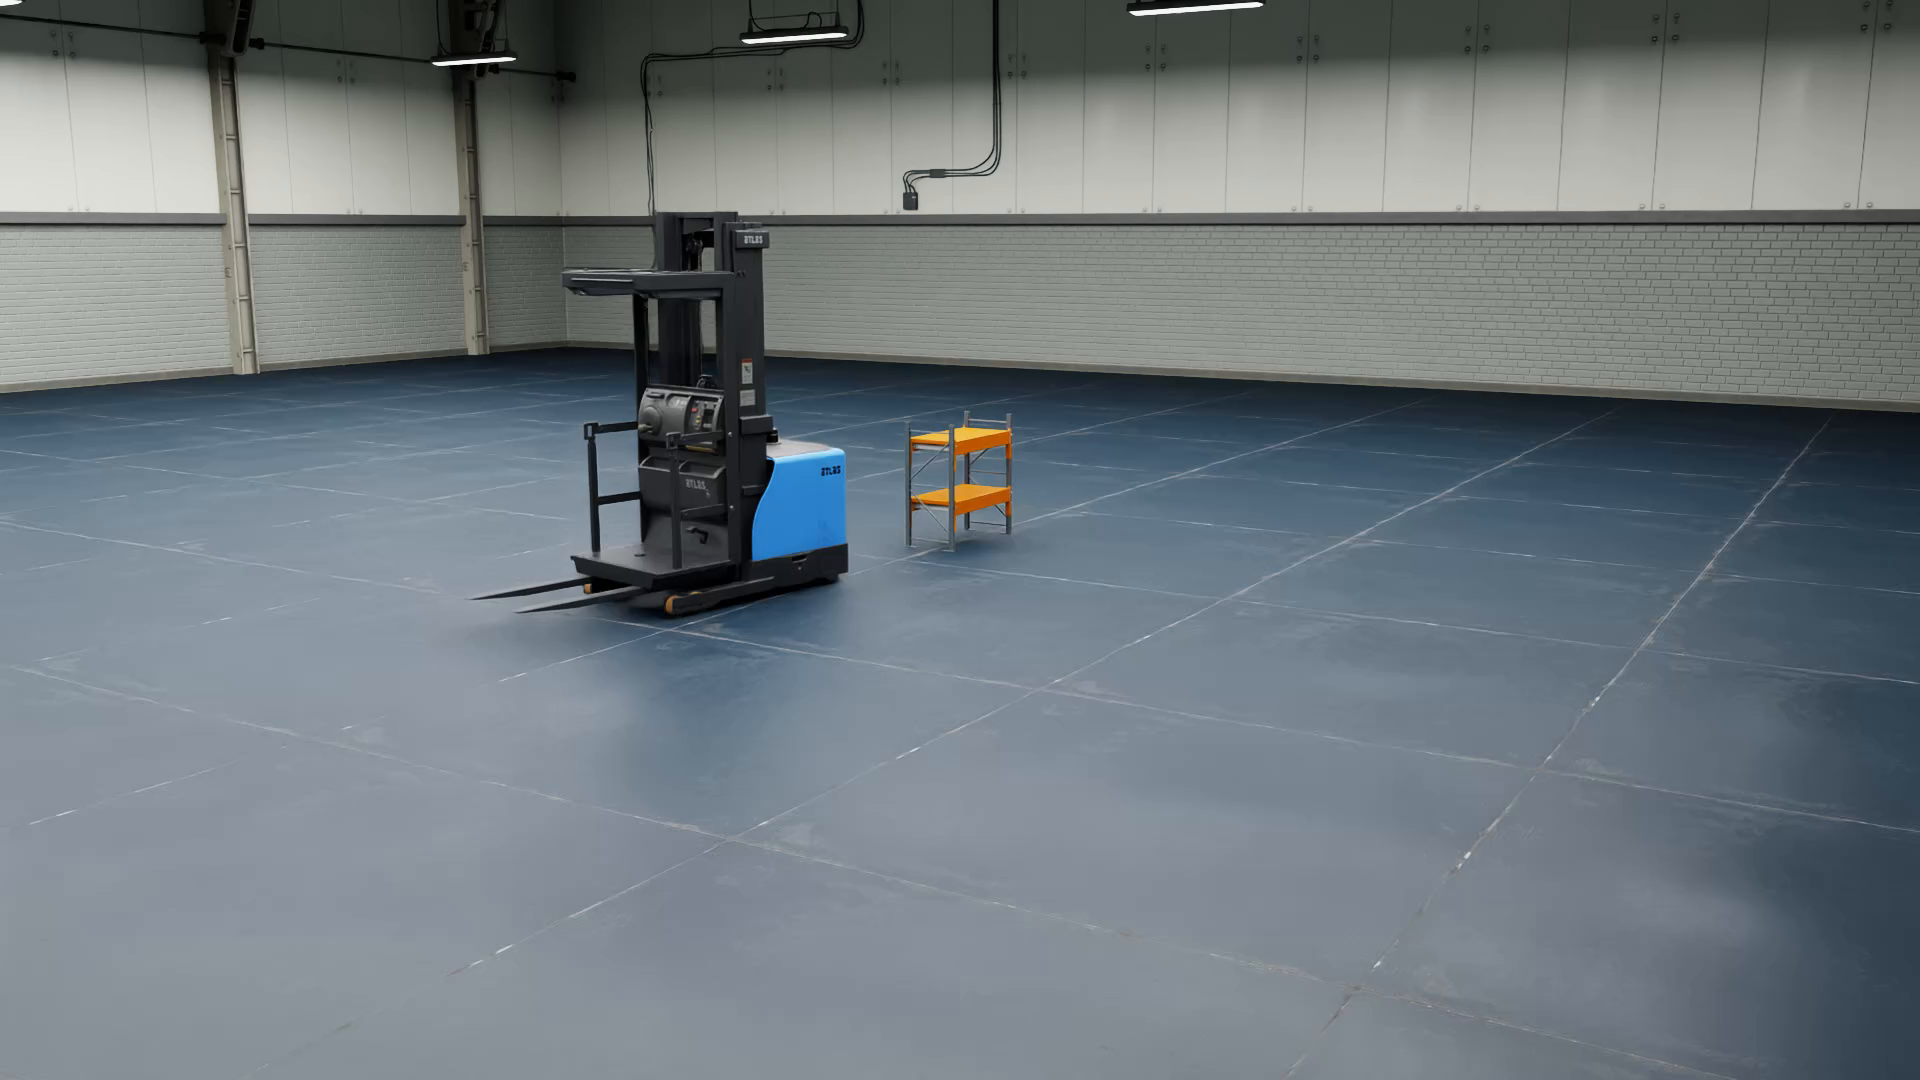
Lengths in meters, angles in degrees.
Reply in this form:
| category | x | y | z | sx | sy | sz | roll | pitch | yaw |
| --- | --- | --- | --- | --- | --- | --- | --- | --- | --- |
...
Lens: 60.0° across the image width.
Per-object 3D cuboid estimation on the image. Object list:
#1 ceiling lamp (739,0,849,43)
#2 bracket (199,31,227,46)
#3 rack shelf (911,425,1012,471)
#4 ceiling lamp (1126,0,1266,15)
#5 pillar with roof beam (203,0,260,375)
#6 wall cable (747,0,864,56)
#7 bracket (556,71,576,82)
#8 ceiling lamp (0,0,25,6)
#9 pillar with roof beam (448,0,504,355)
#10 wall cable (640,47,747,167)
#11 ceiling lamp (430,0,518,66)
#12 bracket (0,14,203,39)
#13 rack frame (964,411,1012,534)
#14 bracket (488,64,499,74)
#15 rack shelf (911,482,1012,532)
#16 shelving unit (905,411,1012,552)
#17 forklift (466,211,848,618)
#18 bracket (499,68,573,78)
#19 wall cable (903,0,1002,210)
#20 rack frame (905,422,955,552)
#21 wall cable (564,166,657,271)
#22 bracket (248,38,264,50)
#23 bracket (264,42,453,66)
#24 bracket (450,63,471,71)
| category | x | y | z | sx | sy | sz | roll | pitch | yaw |
| --- | --- | --- | --- | --- | --- | --- | --- | --- | --- |
| ceiling lamp | -2.583 | -9.751 | 27.017 | 2.000 | 3.185 | 0.800 | 6 | 12 | 31 |
| bracket | -13.979 | -9.376 | 31.094 | 0.235 | 0.232 | 0.430 | 6 | 12 | 31 |
| rack shelf | -0.004 | -0.840 | 15.087 | 0.538 | 0.278 | 1.000 | 6 | 12 | 31 |
| ceiling lamp | 3.451 | -9.076 | 23.414 | 2.000 | 3.185 | 0.800 | 6 | 12 | 31 |
| pillar with roof beam | -10.388 | -7.294 | 29.758 | 9.100 | 9.000 | 0.548 | 6 | 12 | 31 |
| wall cable | -3.335 | -11.624 | 35.238 | 3.097 | 2.526 | 0.112 | 6 | 12 | 31 |
| bracket | -9.203 | -10.823 | 38.823 | 0.235 | 0.232 | 0.430 | 6 | 12 | 31 |
| ceiling lamp | -13.629 | -9.024 | 23.135 | 2.000 | 3.185 | 0.800 | 6 | 12 | 31 |
| pillar with roof beam | -7.273 | -8.238 | 34.799 | 9.100 | 9.000 | 0.548 | 6 | 12 | 31 |
| wall cable | -5.980 | -9.684 | 37.236 | 3.097 | 2.526 | 0.112 | 6 | 12 | 31 |
| ceiling lamp | -8.899 | -10.457 | 30.788 | 2.000 | 3.185 | 0.800 | 6 | 12 | 31 |
| bracket | -15.317 | -8.970 | 28.930 | 0.076 | 0.066 | 4.783 | 6 | 12 | 31 |
| rack frame | 0.260 | -0.632 | 15.568 | 0.500 | 1.125 | 0.032 | 6 | 12 | 31 |
| bracket | -10.433 | -10.450 | 36.832 | 0.235 | 0.232 | 0.430 | 6 | 12 | 31 |
| rack shelf | -0.004 | -0.311 | 15.186 | 0.538 | 0.278 | 1.000 | 6 | 12 | 31 |
| shelving unit | -0.004 | -0.552 | 15.141 | 0.538 | 1.125 | 1.048 | 6 | 12 | 31 |
| forklift | -2.262 | -0.974 | 12.489 | 1.130 | 2.935 | 3.031 | 9 | 14 | 41 |
| bracket | -9.509 | -10.730 | 38.326 | 0.076 | 0.066 | 3.189 | 6 | 12 | 31 |
| wall cable | -0.187 | -9.748 | 33.625 | 2.305 | 6.003 | 0.169 | 6 | 12 | 31 |
| rack frame | -0.267 | -0.472 | 14.714 | 0.500 | 1.125 | 0.032 | 6 | 12 | 31 |
| wall cable | -8.292 | -7.460 | 39.081 | 3.097 | 2.526 | 0.112 | 6 | 12 | 31 |
| bracket | -13.548 | -9.506 | 31.791 | 0.235 | 0.232 | 0.430 | 6 | 12 | 31 |
| bracket | -12.202 | -9.914 | 33.970 | 0.076 | 0.066 | 4.783 | 6 | 12 | 31 |
| bracket | -10.864 | -10.319 | 36.134 | 0.235 | 0.232 | 0.430 | 6 | 12 | 31 |
